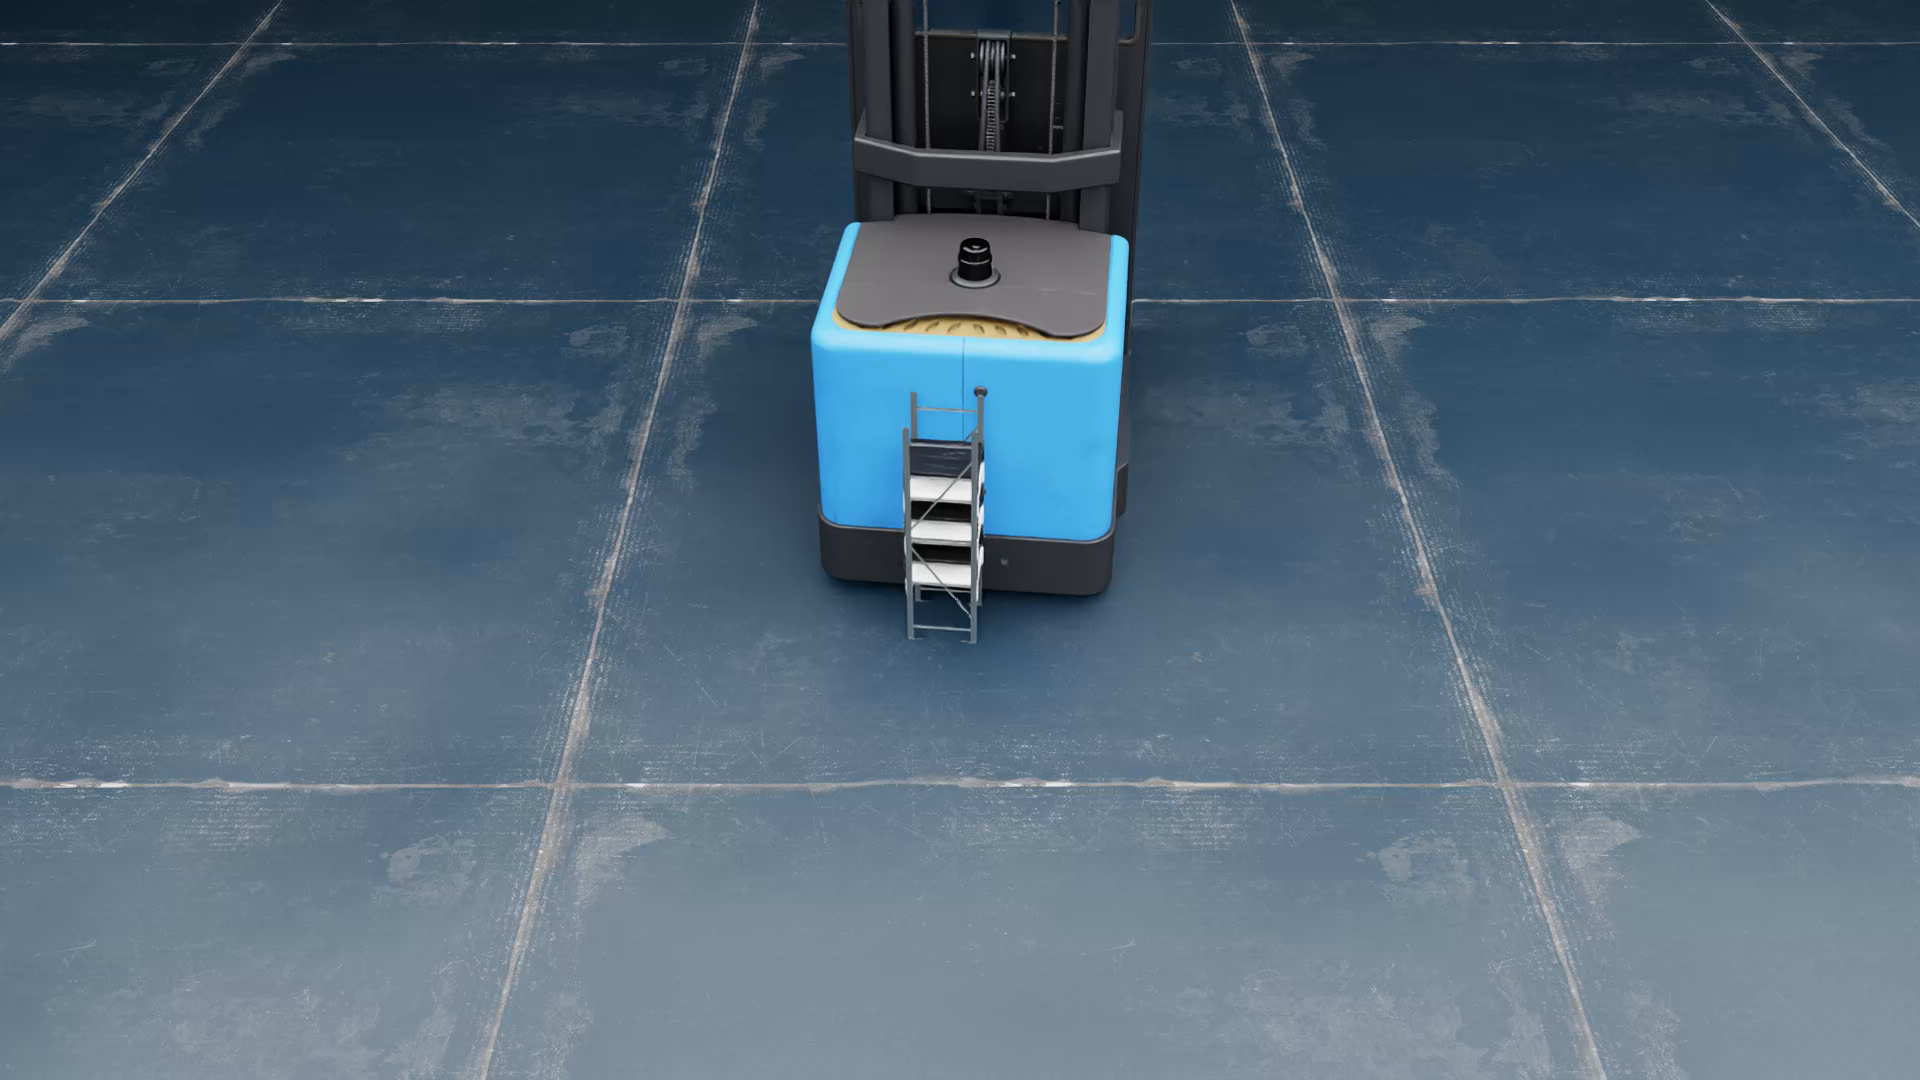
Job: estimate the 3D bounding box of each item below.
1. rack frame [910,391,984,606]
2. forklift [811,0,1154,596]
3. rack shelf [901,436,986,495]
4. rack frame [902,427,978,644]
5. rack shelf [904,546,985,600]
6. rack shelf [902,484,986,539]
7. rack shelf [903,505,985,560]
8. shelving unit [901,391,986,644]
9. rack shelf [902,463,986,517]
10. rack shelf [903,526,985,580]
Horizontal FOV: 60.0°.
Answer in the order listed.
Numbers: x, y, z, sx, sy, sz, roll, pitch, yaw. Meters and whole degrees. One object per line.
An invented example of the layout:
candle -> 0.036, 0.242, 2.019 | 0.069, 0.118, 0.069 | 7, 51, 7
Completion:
rack frame -> -0.042, -0.124, 5.685 | 0.240, 0.900, 0.006 | 4, 39, 5
forklift -> 0.165, -1.859, 6.226 | 1.130, 2.935, 3.031 | 4, 39, 5
rack shelf -> -0.052, -0.245, 5.458 | 0.258, 0.077, 0.200 | 4, 39, 5
rack frame -> -0.063, 0.003, 5.527 | 0.240, 0.900, 0.006 | 4, 39, 5
rack shelf -> -0.052, 0.106, 5.739 | 0.258, 0.077, 0.200 | 4, 39, 5
rack shelf -> -0.052, -0.105, 5.570 | 0.258, 0.077, 0.200 | 4, 39, 5
rack shelf -> -0.052, -0.034, 5.626 | 0.258, 0.077, 0.200 | 4, 39, 5
shelving unit -> -0.052, -0.060, 5.606 | 0.258, 0.900, 0.210 | 4, 39, 5
rack shelf -> -0.052, -0.175, 5.514 | 0.258, 0.077, 0.200 | 4, 39, 5
rack shelf -> -0.052, 0.036, 5.683 | 0.258, 0.077, 0.200 | 4, 39, 5
